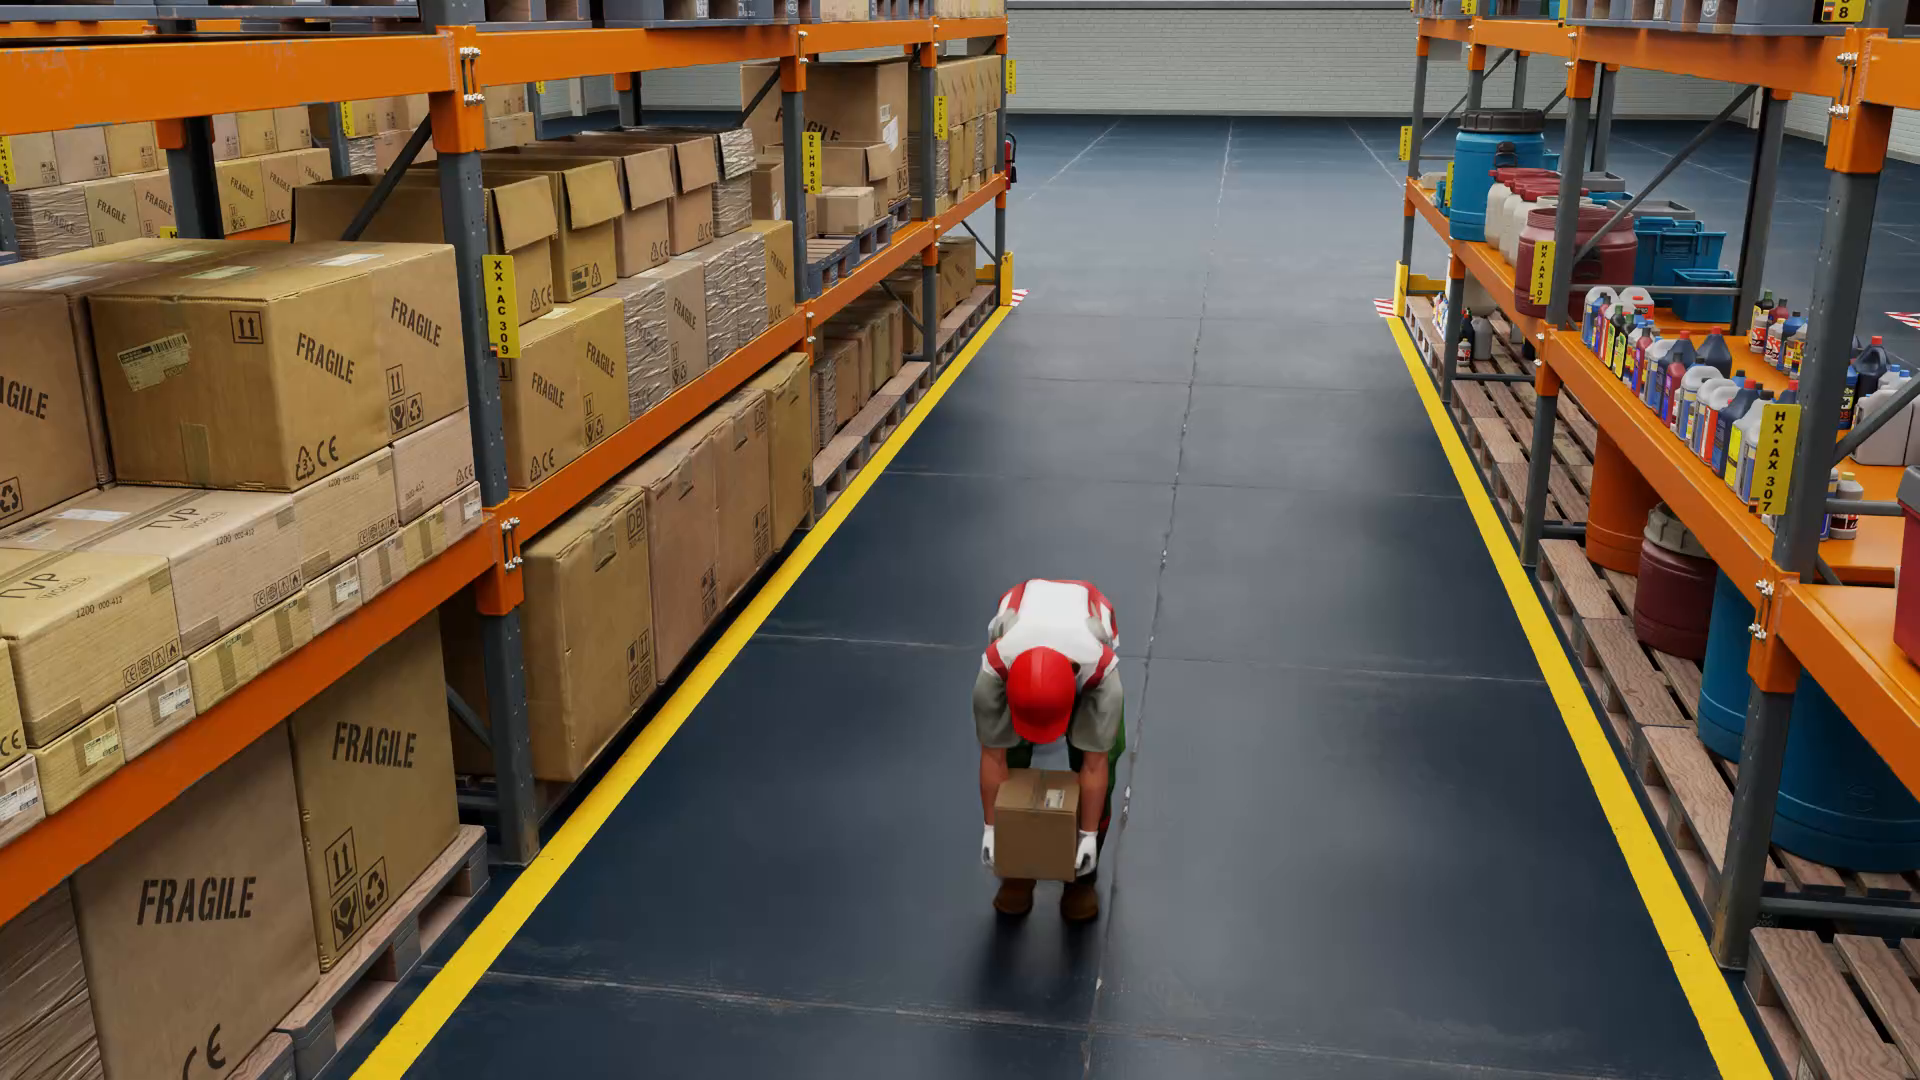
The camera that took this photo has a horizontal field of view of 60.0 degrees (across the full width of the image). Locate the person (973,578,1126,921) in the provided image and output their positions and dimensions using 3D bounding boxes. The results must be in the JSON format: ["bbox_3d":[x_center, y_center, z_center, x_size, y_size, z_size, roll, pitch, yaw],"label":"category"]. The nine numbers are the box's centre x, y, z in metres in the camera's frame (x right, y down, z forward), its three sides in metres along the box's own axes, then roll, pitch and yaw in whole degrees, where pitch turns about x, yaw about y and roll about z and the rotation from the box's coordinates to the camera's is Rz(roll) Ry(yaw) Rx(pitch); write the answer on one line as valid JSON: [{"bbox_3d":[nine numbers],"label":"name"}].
[{"bbox_3d":[0.279,0.732,5.297,0.485,1.128,0.962,2,18,7],"label":"person"}]
